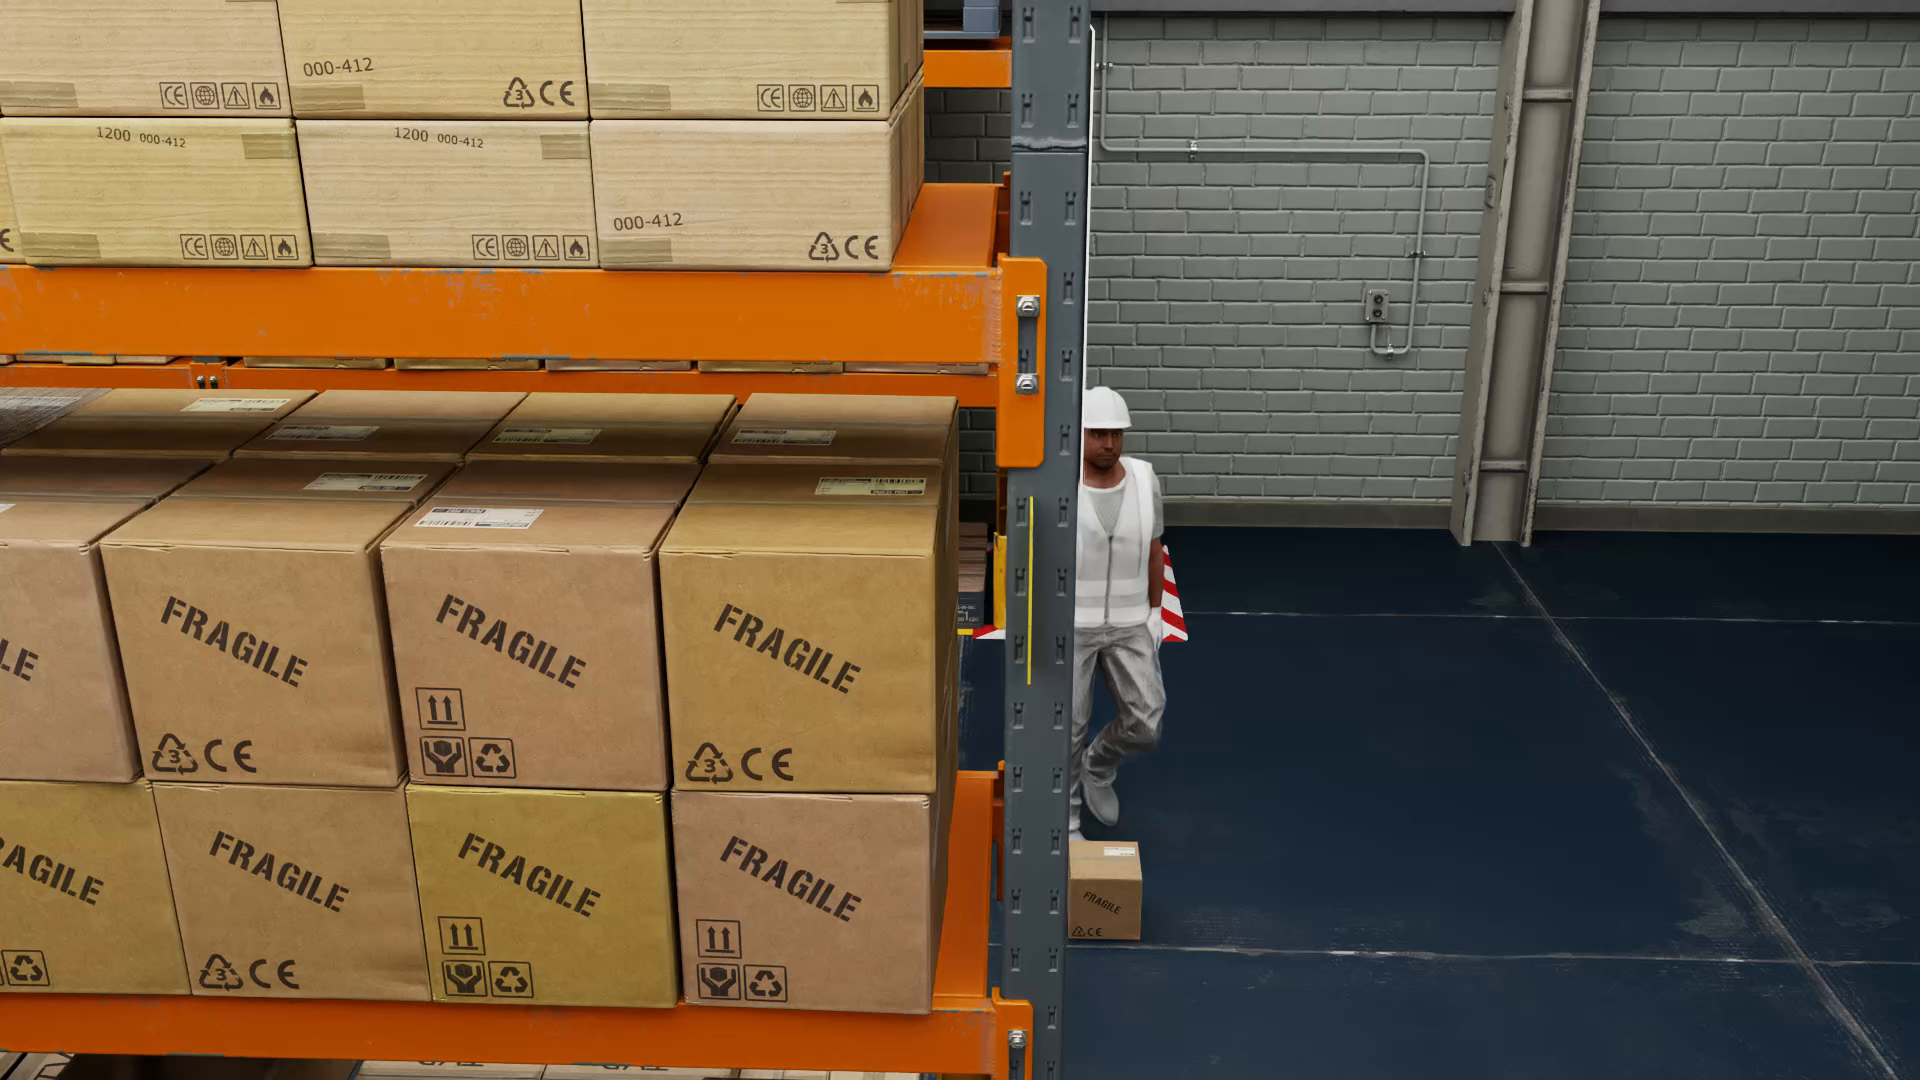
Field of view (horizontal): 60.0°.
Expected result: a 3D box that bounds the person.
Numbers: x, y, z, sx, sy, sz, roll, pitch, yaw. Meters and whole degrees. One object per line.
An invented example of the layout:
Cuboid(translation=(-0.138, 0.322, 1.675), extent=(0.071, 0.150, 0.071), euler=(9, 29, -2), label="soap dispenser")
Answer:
Cuboid(translation=(0.503, 0.322, 6.138), extent=(0.591, 1.775, 0.485), euler=(-5, 21, -13), label="person")
